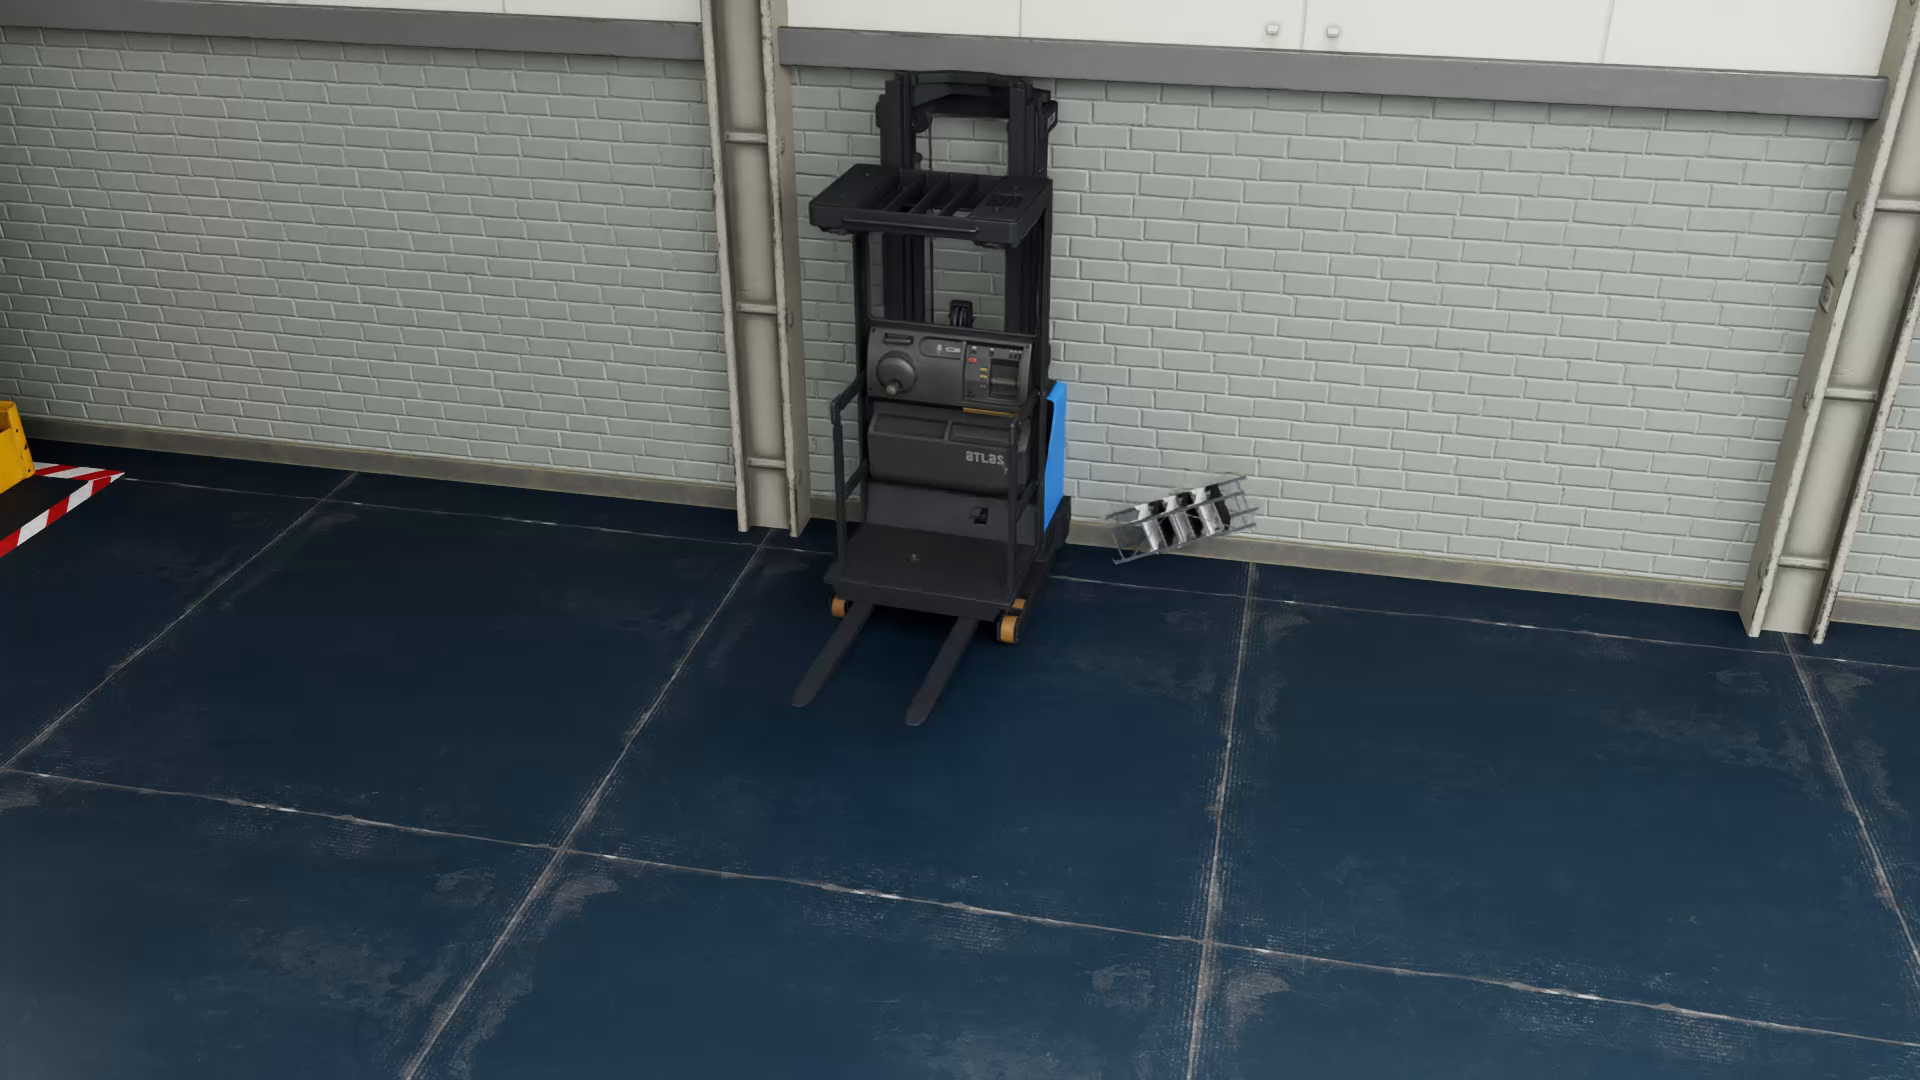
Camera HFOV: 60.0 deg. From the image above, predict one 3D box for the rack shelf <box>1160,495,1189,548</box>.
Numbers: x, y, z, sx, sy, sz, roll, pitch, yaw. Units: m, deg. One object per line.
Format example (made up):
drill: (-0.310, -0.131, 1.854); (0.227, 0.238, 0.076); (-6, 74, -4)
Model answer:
rack shelf: (1.288, -0.109, 9.985); (0.077, 0.258, 0.200); (-16, 23, 21)

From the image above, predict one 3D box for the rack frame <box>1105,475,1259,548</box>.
rack frame: (1.339, -0.166, 10.060); (0.900, 0.240, 0.006); (-16, 23, 21)

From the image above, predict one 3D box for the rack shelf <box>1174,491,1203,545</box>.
rack shelf: (1.369, -0.133, 9.952); (0.077, 0.258, 0.200); (-16, 23, 21)

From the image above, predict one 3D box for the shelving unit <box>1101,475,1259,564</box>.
shelving unit: (1.318, -0.118, 9.973); (0.900, 0.258, 0.210); (-16, 23, 21)

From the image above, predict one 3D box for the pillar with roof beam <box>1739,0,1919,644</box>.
pillar with roof beam: (3.791, -1.434, 3.661); (0.400, 9.000, 9.100); (6, 29, 11)

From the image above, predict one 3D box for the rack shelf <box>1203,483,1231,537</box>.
rack shelf: (1.530, -0.180, 9.887); (0.077, 0.258, 0.200); (-16, 23, 21)

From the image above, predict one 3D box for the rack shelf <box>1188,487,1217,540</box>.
rack shelf: (1.449, -0.156, 9.919); (0.077, 0.258, 0.200); (-16, 23, 21)

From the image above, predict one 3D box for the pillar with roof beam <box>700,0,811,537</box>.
pillar with roof beam: (-2.077, -2.036, 4.760); (0.400, 9.000, 9.100); (6, 29, 11)

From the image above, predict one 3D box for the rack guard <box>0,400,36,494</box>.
rack guard: (-6.529, -0.436, 10.688); (0.348, 0.500, 1.175); (6, 29, 11)

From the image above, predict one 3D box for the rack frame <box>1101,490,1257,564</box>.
rack frame: (1.296, -0.070, 9.885); (0.900, 0.240, 0.006); (-16, 23, 21)

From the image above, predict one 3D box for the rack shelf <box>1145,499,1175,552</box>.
rack shelf: (1.207, -0.086, 10.017); (0.077, 0.258, 0.200); (-16, 23, 21)

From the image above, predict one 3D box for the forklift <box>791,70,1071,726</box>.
forklift: (-0.119, -0.911, 9.023); (1.130, 2.935, 3.031); (8, 30, 14)

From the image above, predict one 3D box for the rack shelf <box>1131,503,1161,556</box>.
rack shelf: (1.127, -0.063, 10.050); (0.077, 0.258, 0.200); (-16, 23, 21)
